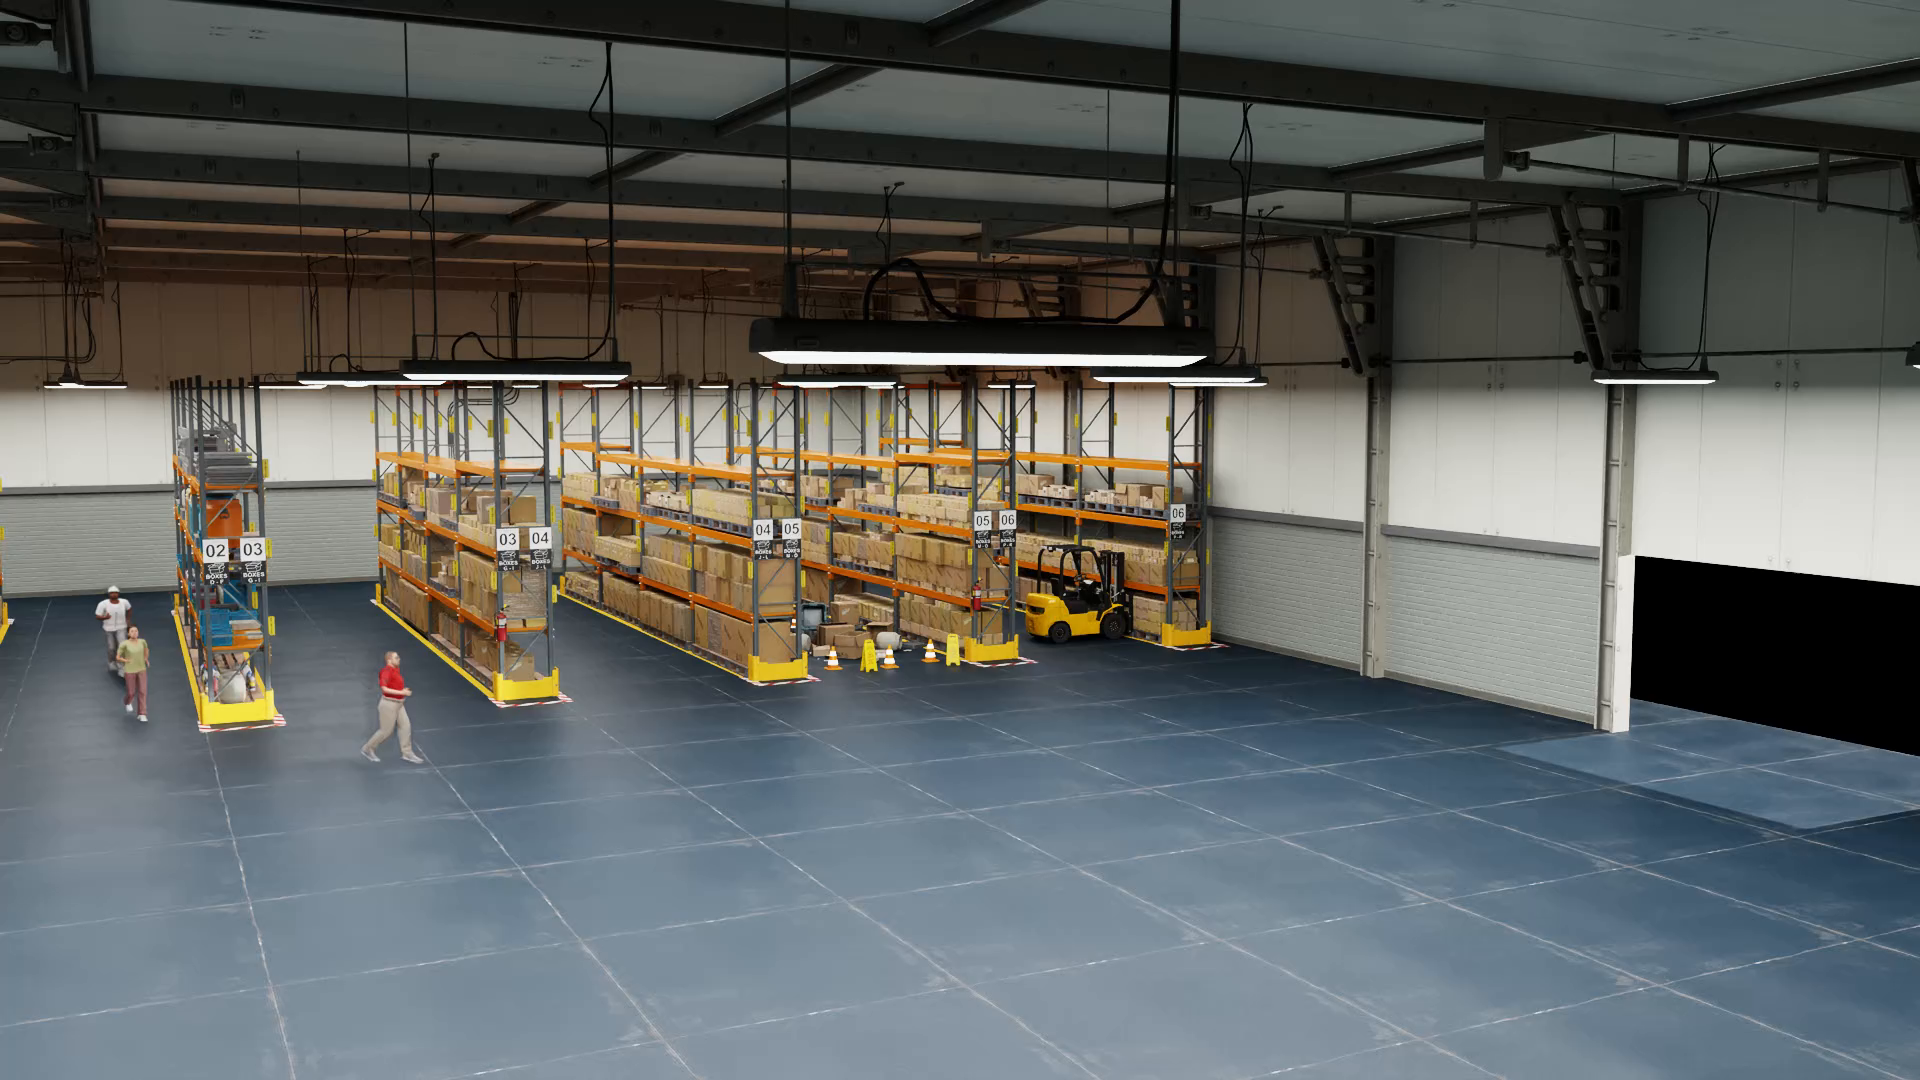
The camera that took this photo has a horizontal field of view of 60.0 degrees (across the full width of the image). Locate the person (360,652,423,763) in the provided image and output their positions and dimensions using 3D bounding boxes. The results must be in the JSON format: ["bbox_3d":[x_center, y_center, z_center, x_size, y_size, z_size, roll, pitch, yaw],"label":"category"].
[{"bbox_3d":[-8.771,2.589,25.589,0.910,1.751,0.652,0,5,-1],"label":"person"}]

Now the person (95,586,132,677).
[{"bbox_3d":[-17.127,1.830,33.704,0.691,1.805,0.785,-3,6,-33],"label":"person"}]

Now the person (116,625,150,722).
[{"bbox_3d":[-14.407,2.305,29.028,0.578,1.663,0.935,-5,7,-42],"label":"person"}]

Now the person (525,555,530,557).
[{"bbox_3d":[-12.296,0.711,46.963,0.622,1.681,0.890,2,5,16],"label":"person"}]
